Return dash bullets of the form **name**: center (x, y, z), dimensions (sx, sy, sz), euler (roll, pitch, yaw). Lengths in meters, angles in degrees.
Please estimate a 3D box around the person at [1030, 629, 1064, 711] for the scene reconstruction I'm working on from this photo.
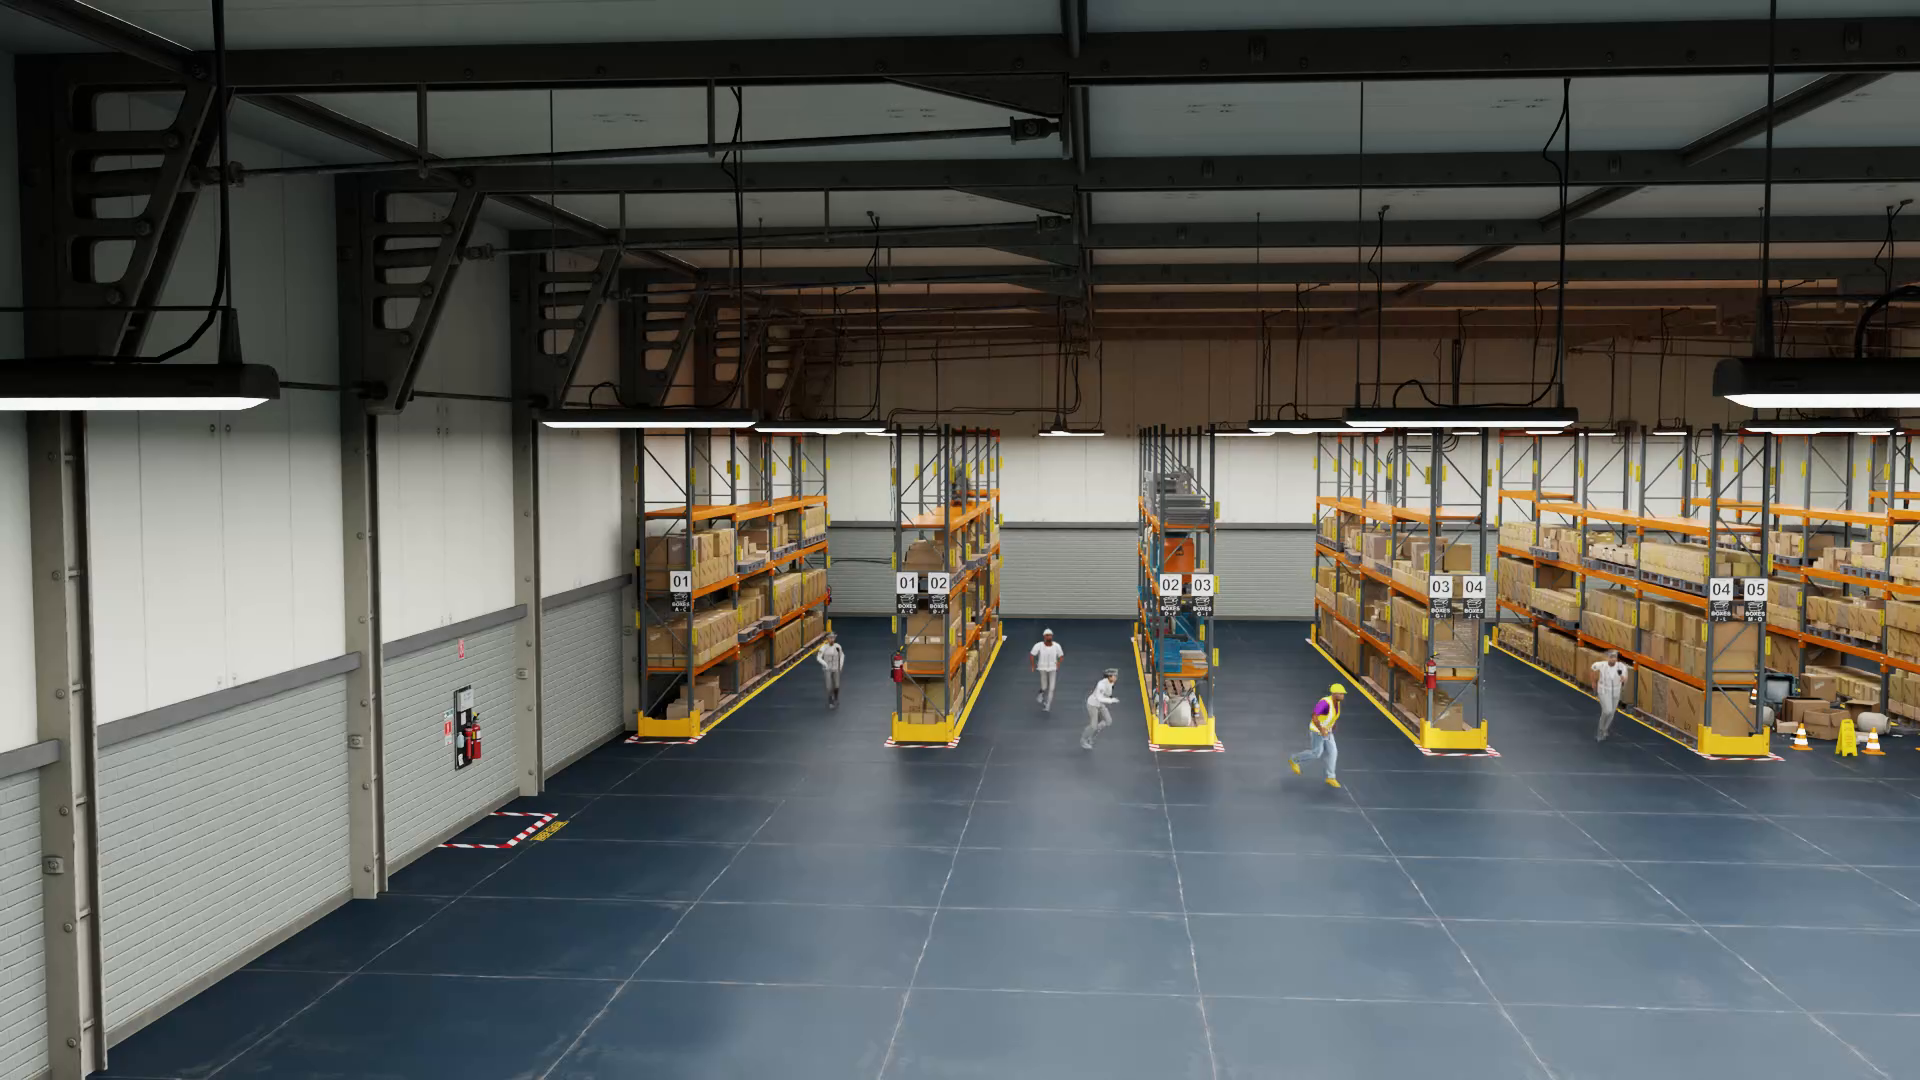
- **person**: center (1.849, 2.737, 35.068), dimensions (0.717, 1.715, 0.591), euler (0, 3, -5)

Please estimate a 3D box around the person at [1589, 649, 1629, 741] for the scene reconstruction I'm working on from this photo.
- **person**: center (12.313, 2.937, 31.514), dimensions (0.627, 1.793, 0.859), euler (0, 3, 1)

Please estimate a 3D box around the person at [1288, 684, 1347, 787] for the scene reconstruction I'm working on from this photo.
- **person**: center (5.955, 3.213, 27.667), dimensions (1.021, 1.713, 0.720), euler (2, 4, 35)

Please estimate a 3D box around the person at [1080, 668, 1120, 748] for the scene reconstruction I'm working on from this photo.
- **person**: center (2.616, 3.100, 30.740), dimensions (0.840, 1.506, 0.643), euler (2, 4, 31)

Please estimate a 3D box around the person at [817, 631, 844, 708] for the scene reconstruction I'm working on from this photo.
- **person**: center (-2.715, 2.748, 35.161), dimensions (0.614, 1.657, 0.542), euler (-1, 4, -13)
